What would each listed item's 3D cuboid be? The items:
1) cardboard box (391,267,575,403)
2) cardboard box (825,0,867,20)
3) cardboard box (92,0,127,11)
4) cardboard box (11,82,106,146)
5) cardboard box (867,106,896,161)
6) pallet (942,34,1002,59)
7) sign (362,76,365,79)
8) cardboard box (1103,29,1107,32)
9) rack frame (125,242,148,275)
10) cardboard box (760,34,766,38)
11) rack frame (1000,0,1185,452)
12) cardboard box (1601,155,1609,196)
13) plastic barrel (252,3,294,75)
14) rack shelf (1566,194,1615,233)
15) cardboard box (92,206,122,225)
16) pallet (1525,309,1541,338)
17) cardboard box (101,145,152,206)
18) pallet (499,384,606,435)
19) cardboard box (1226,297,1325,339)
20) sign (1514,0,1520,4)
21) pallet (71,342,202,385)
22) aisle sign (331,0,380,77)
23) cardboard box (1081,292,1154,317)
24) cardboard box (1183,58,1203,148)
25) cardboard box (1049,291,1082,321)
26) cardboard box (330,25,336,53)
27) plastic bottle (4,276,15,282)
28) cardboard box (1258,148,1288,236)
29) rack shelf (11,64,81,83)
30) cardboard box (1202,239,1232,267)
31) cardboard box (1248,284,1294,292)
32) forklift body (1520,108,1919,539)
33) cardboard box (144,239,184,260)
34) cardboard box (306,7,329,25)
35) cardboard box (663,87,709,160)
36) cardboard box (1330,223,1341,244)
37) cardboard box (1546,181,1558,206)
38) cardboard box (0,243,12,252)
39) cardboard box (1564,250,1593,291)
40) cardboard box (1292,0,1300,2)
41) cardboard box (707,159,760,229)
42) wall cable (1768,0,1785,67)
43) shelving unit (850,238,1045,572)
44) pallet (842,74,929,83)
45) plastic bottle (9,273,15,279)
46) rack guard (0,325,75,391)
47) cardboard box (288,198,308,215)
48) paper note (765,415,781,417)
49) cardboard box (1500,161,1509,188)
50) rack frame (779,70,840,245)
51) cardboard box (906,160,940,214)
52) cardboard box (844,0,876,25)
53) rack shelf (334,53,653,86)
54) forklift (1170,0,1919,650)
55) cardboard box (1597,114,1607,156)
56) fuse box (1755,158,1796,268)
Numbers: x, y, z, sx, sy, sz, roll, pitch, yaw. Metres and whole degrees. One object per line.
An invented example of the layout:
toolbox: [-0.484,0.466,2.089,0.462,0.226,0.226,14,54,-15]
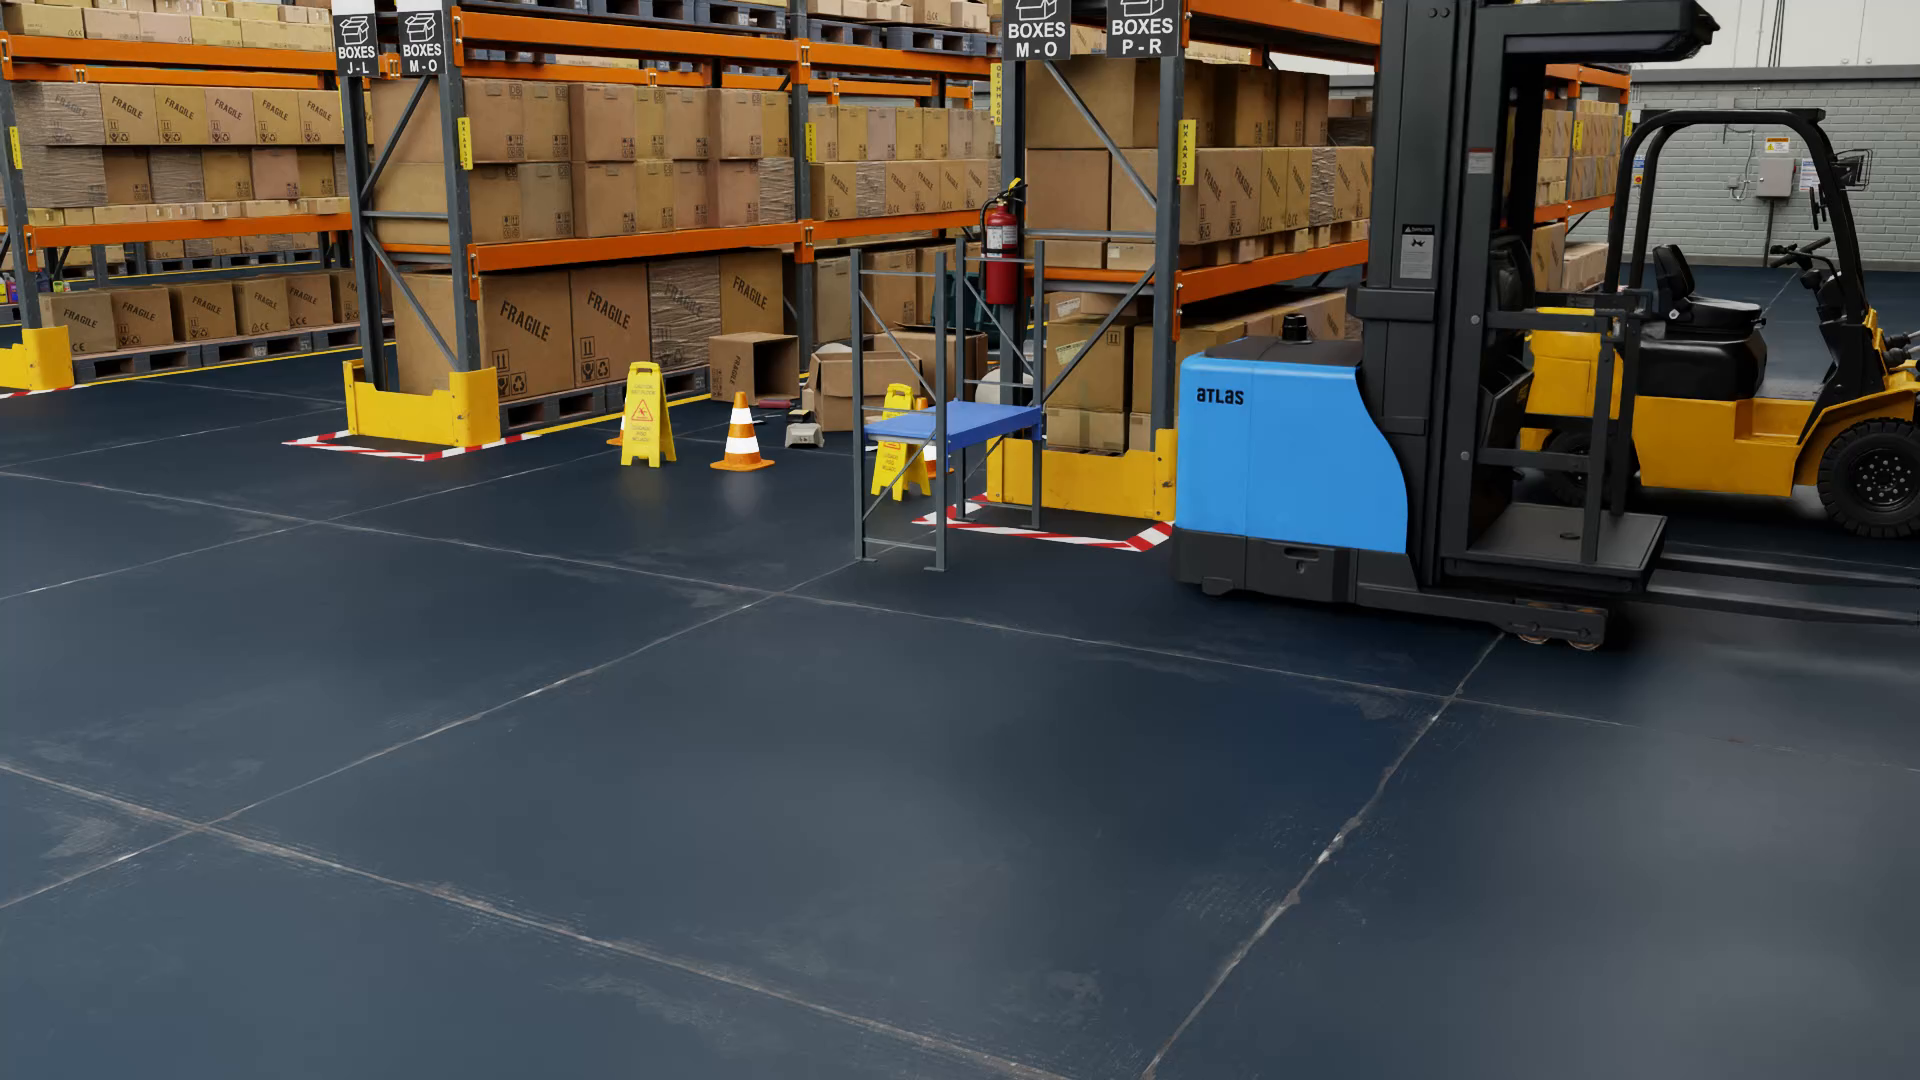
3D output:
cardboard box: [-3.424,-1.496,11.975,0.875,0.875,0.875,7,15,28]
cardboard box: [-1.042,-4.772,14.954,0.250,0.149,0.380,7,15,28]
cardboard box: [-7.233,-4.526,13.976,0.380,0.149,0.250,8,16,30]
cardboard box: [-7.483,-3.522,13.760,0.500,0.500,0.500,7,15,28]
cardboard box: [-1.034,-3.845,15.736,0.700,0.500,0.500,8,15,28]
pallet: [-0.092,-5.048,17.073,1.213,0.211,1.003,8,16,31]
sign: [-7.971,-6.310,22.128,0.100,0.325,0.005,7,15,28]
cardboard box: [1.827,-6.286,20.696,0.700,0.500,0.500,7,15,28]
rack frame: [-12.790,-5.525,25.051,1.000,3.000,0.127,7,15,28]
cardboard box: [-2.458,-6.813,22.886,0.700,0.500,0.500,8,16,29]
rack frame: [0.688,-1.638,8.927,1.000,3.000,0.127,7,15,28]
cardboard box: [7.925,-4.632,21.134,0.500,0.500,0.500,8,16,30]
plastic barrel: [-9.043,-6.521,21.713,0.600,0.901,0.600,0,14,0]
rack shelf: [7.456,-4.160,20.925,1.077,0.370,4.000,7,15,28]
cardboard box: [-7.369,-2.769,14.154,0.380,0.149,0.250,7,15,28]
pallet: [5.593,-2.326,17.732,1.003,0.211,1.213,7,15,28]
cardboard box: [-7.561,-3.180,14.475,0.875,0.500,0.500,7,15,28]
pallet: [-3.376,-0.995,12.211,1.003,0.211,1.213,7,15,28]
cardboard box: [2.080,-1.329,11.018,0.500,0.500,0.500,8,16,31]
sign: [5.029,-4.927,15.066,0.100,0.325,0.005,7,15,28]
pallet: [-7.527,-1.583,14.650,1.003,0.211,1.213,7,15,28]
aisle sign: [-3.991,-3.461,10.943,0.394,0.787,0.004,7,15,28]
cardboard box: [0.966,-1.462,10.184,0.380,0.149,0.250,8,16,30]
cardboard box: [0.995,-2.550,9.728,0.700,0.500,0.500,8,15,29]
cardboard box: [1.049,-1.807,13.346,0.500,0.500,0.500,7,15,28]
cardboard box: [-6.045,-4.843,16.144,0.500,0.250,0.500,8,16,30]
plastic bottle: [-10.683,-2.840,18.785,0.152,0.276,0.135,7,15,28]
cardboard box: [1.652,-2.108,10.030,0.500,0.500,0.500,7,15,27]
rack shelf: [-11.356,-4.841,17.347,1.077,0.370,4.000,7,15,28]
cardboard box: [1.342,-1.661,9.557,0.380,0.149,0.250,7,15,26]
cardboard box: [2.100,-1.600,12.141,0.500,0.500,0.500,8,16,31]
forklift body: [4.355,-1.259,9.168,2.313,2.155,1.214,7,15,28]
cardboard box: [-12.320,-4.585,25.545,0.500,0.500,0.500,8,16,30]
cardboard box: [-6.212,-4.955,15.757,0.380,0.149,0.250,7,15,25]
cardboard box: [-2.514,-3.303,13.212,0.875,0.550,0.550,7,15,28]
cardboard box: [2.424,-2.139,11.543,0.380,0.149,0.250,7,15,28]
cardboard box: [6.246,-3.802,18.224,0.500,0.250,0.500,7,15,27]
cardboard box: [-13.564,-4.217,23.398,0.500,0.311,0.500,8,16,30]
cardboard box: [7.319,-3.359,20.636,0.875,0.438,0.875,7,15,26]
cardboard box: [1.846,-3.329,10.079,0.380,0.149,0.250,7,15,27]
cardboard box: [-2.174,-2.879,13.755,0.875,0.550,0.550,7,15,28]
wall cable: [14.003,-8.645,25.112,2.988,3.039,0.133,7,15,28]
shelving unit: [-0.041,-0.712,8.285,0.538,1.500,1.048,7,15,28]
pallet: [-1.191,-7.054,25.181,1.003,0.211,1.213,7,15,28]
plastic bottle: [-10.966,-2.939,19.180,0.061,0.283,0.133,7,15,28]
rack guard: [-7.950,-1.561,13.942,1.175,0.500,0.348,7,15,28]
cardboard box: [-6.462,-3.187,15.888,0.380,0.149,0.250,7,15,28]
paper note: [-1.386,-0.919,12.323,0.123,0.001,0.032,-8,16,-30]
cardboard box: [5.016,-3.525,16.009,0.500,0.250,0.500,7,15,28]
rack frame: [-2.186,-5.223,23.796,1.000,3.000,0.127,7,15,28]
cardboard box: [-0.538,-3.435,16.167,0.500,0.500,0.500,8,16,29]
cardboard box: [-1.106,-5.051,15.764,0.500,0.311,0.500,7,15,26]
rack shelf: [-5.087,-5.100,18.423,1.077,0.370,4.000,7,15,28]
forklift: [2.503,-1.122,6.936,3.031,2.935,1.130,7,15,26]
cardboard box: [7.684,-5.015,20.587,0.500,0.500,0.500,7,15,28]
fuse box: [12.896,-5.186,26.392,0.539,1.711,0.414,7,15,28]
